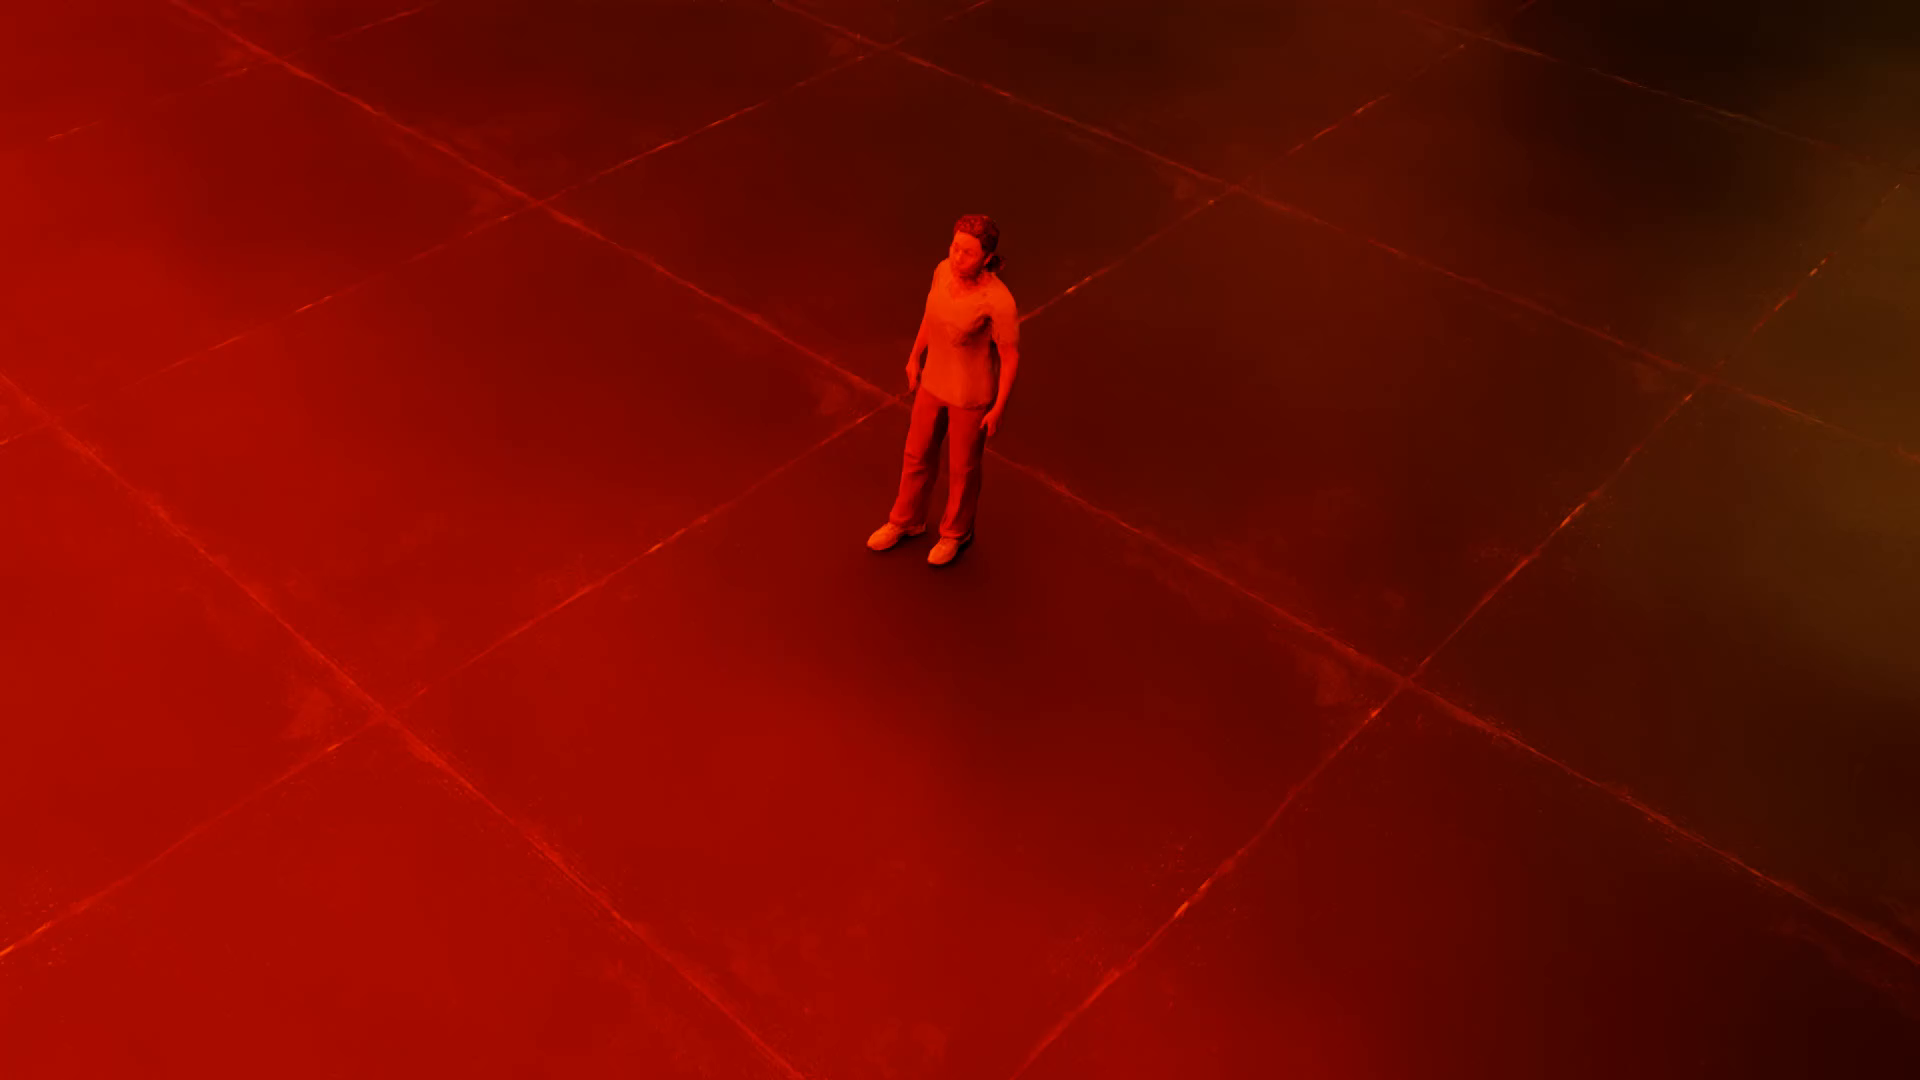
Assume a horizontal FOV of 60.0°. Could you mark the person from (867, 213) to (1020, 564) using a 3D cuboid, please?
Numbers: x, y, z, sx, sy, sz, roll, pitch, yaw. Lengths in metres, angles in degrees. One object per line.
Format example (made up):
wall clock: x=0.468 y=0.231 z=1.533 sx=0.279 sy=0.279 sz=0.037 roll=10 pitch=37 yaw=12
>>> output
person: x=-0.058 y=-0.611 z=7.093 sx=0.554 sy=1.674 sz=0.548 roll=31 pitch=49 yaw=31
